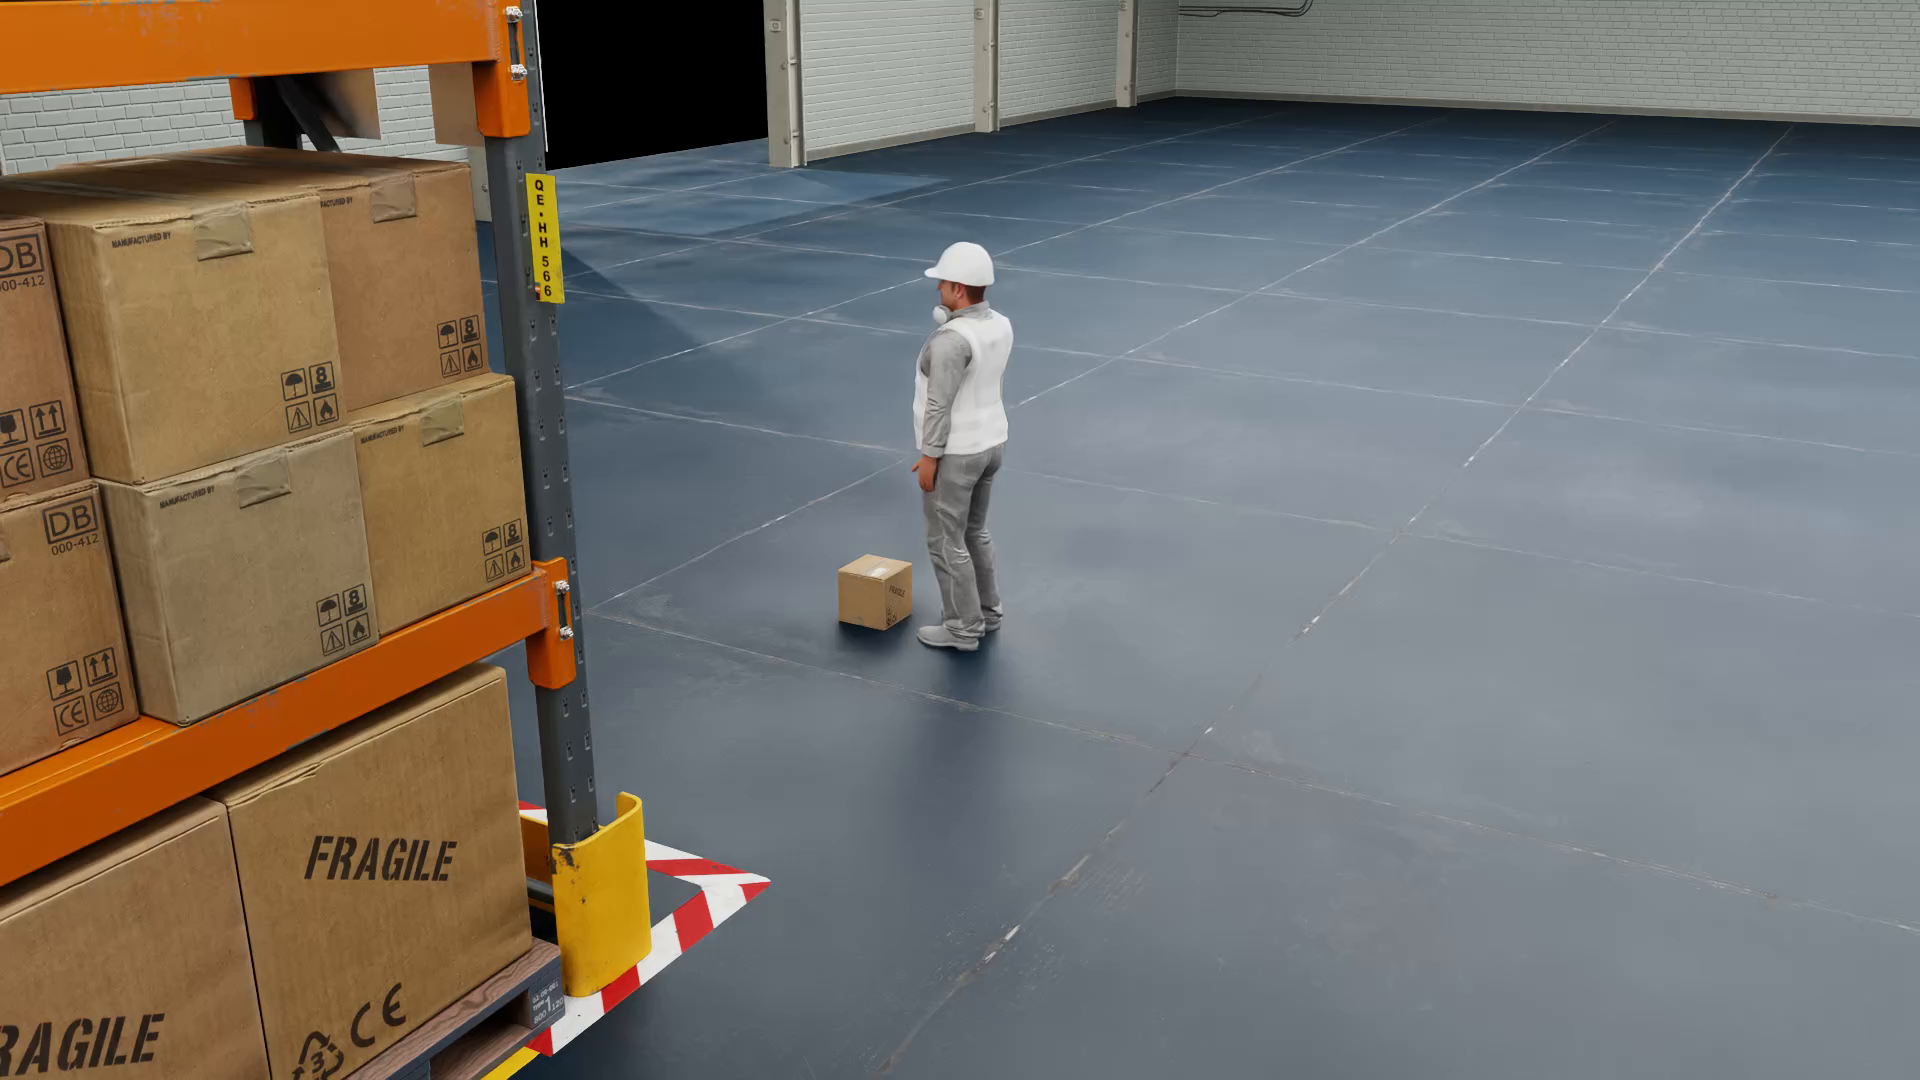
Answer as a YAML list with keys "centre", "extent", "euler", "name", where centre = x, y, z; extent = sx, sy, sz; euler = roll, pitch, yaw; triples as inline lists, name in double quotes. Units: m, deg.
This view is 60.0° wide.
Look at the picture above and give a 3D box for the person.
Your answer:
- centre: [-0.005, -0.399, 7.179]
  extent: [0.361, 1.768, 0.532]
  euler: [11, 22, 29]
  name: "person"
